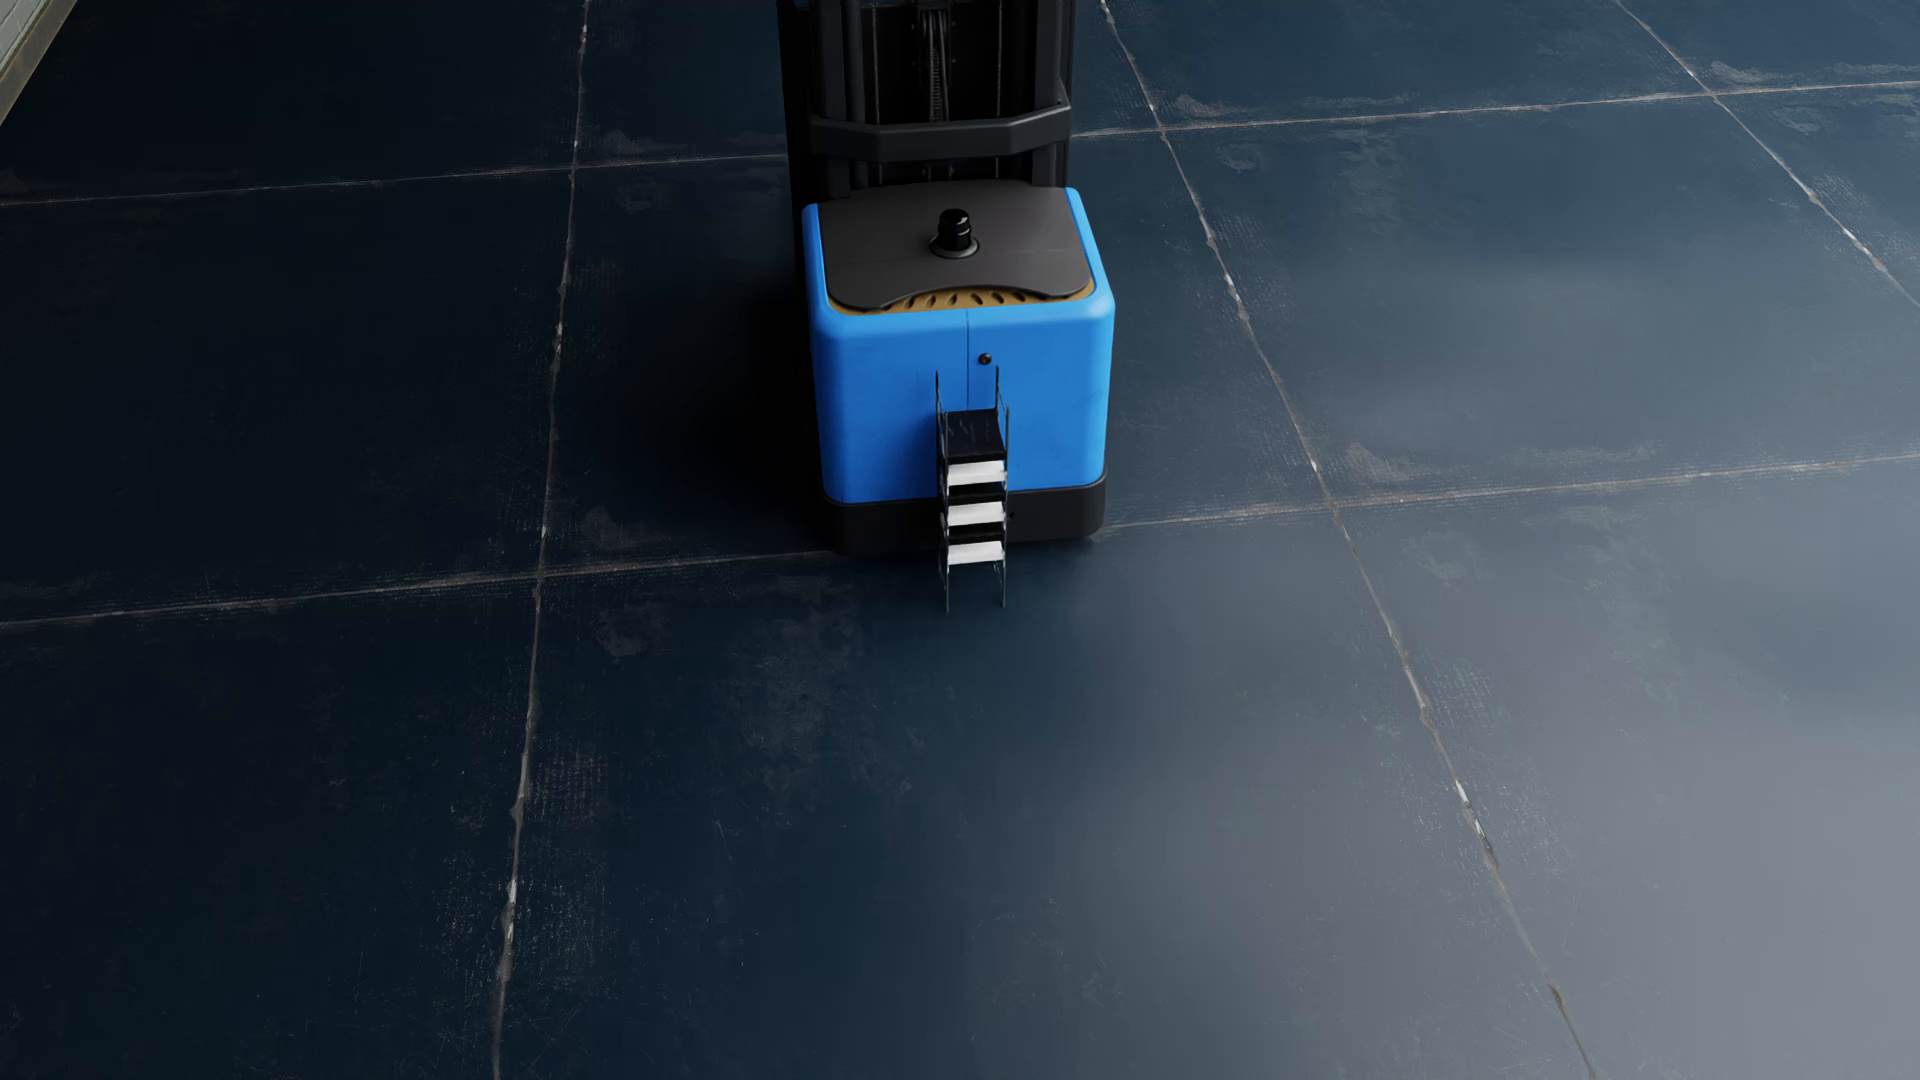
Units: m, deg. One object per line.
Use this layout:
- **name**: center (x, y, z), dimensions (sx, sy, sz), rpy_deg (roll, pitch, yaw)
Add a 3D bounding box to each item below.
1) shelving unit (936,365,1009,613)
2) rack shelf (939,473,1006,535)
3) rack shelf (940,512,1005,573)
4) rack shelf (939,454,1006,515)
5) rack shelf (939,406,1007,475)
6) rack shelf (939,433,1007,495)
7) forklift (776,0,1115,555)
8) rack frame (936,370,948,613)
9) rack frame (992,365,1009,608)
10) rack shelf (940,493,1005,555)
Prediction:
- **shelving unit**: center (0.039, -0.161, 5.756), dimensions (0.210, 0.900, 0.258), rpy_deg (-5, 42, -6)
- **rack shelf**: center (0.039, -0.136, 5.779), dimensions (0.200, 0.077, 0.258), rpy_deg (-5, 42, -6)
- **rack shelf**: center (0.039, -0.002, 5.899), dimensions (0.200, 0.077, 0.258), rpy_deg (-5, 42, -6)
- **rack shelf**: center (0.039, -0.203, 5.718), dimensions (0.200, 0.077, 0.258), rpy_deg (-5, 42, -6)
- **rack shelf**: center (0.039, -0.337, 5.598), dimensions (0.200, 0.077, 0.258), rpy_deg (-5, 42, -6)
- **rack shelf**: center (0.039, -0.270, 5.658), dimensions (0.200, 0.077, 0.258), rpy_deg (-5, 42, -6)
- **forklift**: center (-0.151, -2.019, 6.300), dimensions (1.130, 2.935, 3.031), rpy_deg (-5, 42, -5)
- **rack frame**: center (-0.061, -0.151, 5.746), dimensions (0.006, 0.900, 0.240), rpy_deg (-5, 42, -6)
- **rack frame**: center (0.140, -0.170, 5.767), dimensions (0.006, 0.900, 0.240), rpy_deg (-5, 42, -6)
- **rack shelf**: center (0.039, -0.069, 5.839), dimensions (0.200, 0.077, 0.258), rpy_deg (-5, 42, -6)
